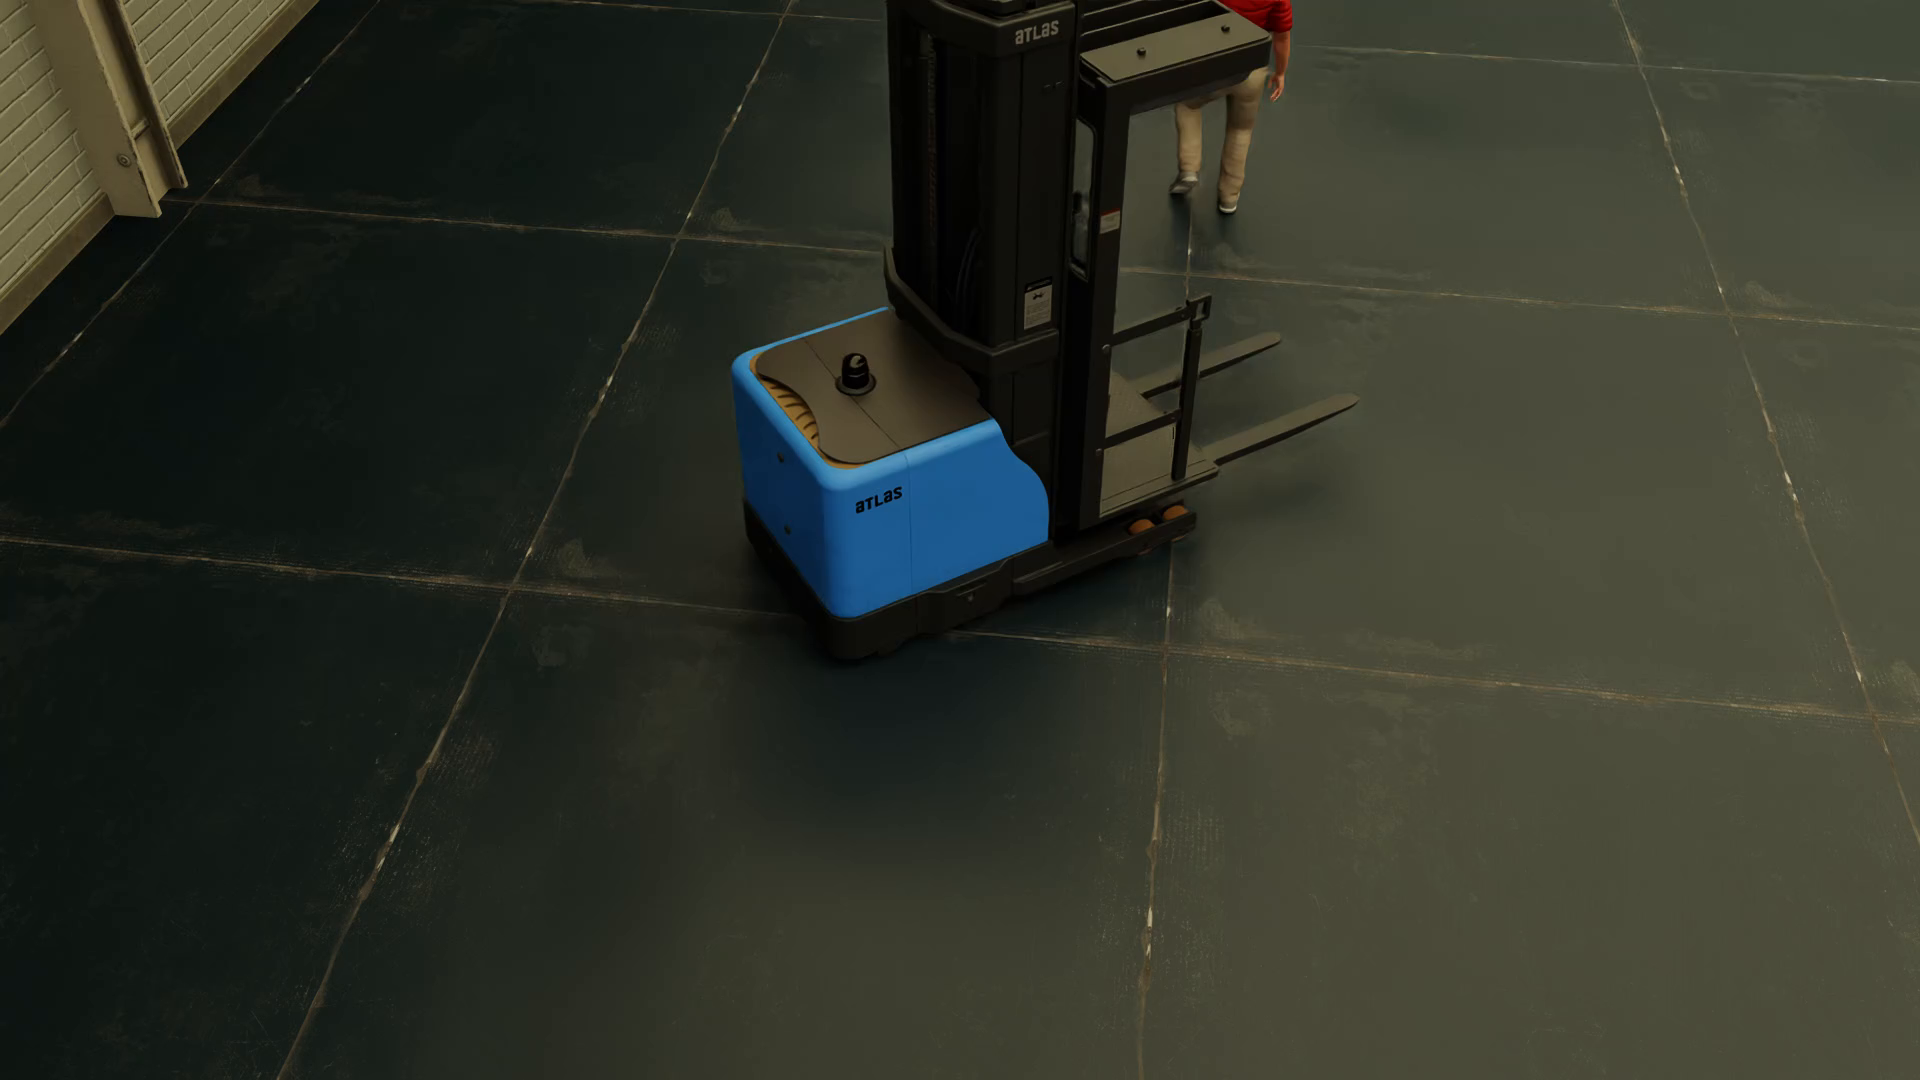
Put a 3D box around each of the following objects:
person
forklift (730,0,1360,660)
[{"bbox_3d":[1.542,-2.737,9.622,0.666,1.726,0.467,2,43,2],"label":"person"},{"bbox_3d":[0.528,-1.300,7.140,3.031,2.935,1.130,-21,47,-22],"label":"forklift"}]
